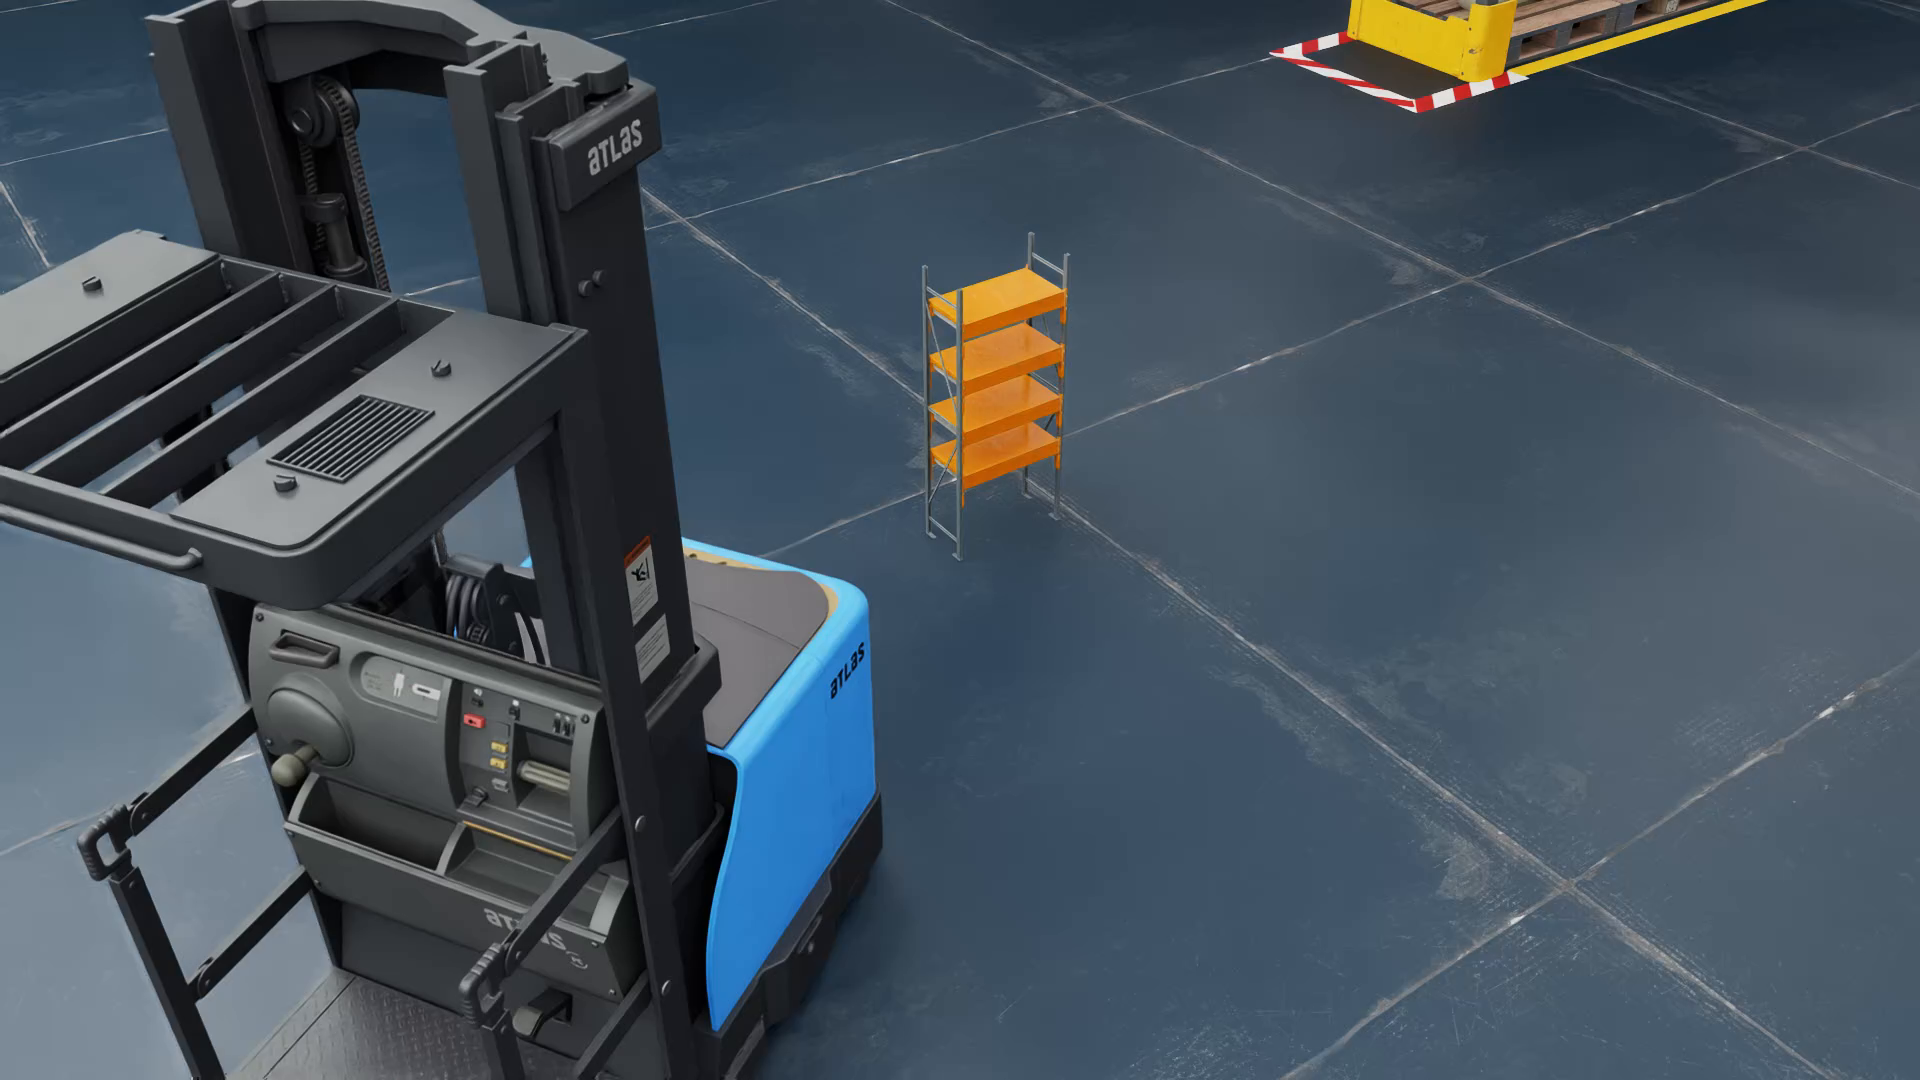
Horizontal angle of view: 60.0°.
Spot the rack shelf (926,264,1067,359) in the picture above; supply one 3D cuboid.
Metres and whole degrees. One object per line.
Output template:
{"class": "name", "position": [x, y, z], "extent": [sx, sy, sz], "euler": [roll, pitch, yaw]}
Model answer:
{"class": "rack shelf", "position": [0.135, -0.862, 6.248], "extent": [0.480, 0.148, 0.258], "euler": [-22, 41, -28]}

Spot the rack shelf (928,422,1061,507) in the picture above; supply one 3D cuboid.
{"class": "rack shelf", "position": [0.135, -0.327, 6.632], "extent": [0.480, 0.148, 0.258], "euler": [-22, 41, -28]}

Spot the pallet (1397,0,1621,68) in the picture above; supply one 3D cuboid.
{"class": "pallet", "position": [3.836, -3.685, 11.693], "extent": [1.213, 0.211, 1.003], "euler": [-22, 41, -28]}

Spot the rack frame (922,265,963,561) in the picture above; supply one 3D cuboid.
{"class": "rack frame", "position": [-0.064, -0.461, 6.363], "extent": [0.015, 1.200, 0.240], "euler": [-22, 41, -28]}

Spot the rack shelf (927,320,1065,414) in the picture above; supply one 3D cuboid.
{"class": "rack shelf", "position": [0.135, -0.670, 6.386], "extent": [0.480, 0.148, 0.258], "euler": [-22, 41, -28]}

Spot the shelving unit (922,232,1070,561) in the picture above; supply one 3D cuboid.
{"class": "shelving unit", "position": [0.135, -0.543, 6.477], "extent": [0.503, 1.200, 0.258], "euler": [-22, 41, -28]}

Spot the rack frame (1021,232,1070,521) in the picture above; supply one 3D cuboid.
{"class": "rack frame", "position": [0.335, -0.625, 6.591], "extent": [0.015, 1.200, 0.240], "euler": [-22, 41, -28]}

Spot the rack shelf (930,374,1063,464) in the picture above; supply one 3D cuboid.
{"class": "rack shelf", "position": [0.135, -0.488, 6.516], "extent": [0.480, 0.148, 0.258], "euler": [-22, 41, -28]}

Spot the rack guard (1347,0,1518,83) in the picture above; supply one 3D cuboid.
{"class": "rack guard", "position": [3.169, -3.532, 11.232], "extent": [0.348, 0.500, 1.175], "euler": [-22, 41, -28]}

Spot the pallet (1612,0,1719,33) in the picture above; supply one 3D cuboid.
{"class": "pallet", "position": [4.833, -4.093, 12.260], "extent": [1.213, 0.211, 1.003], "euler": [-22, 41, -28]}

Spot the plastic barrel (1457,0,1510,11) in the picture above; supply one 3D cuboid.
{"class": "plastic barrel", "position": [3.628, -3.917, 11.398], "extent": [0.421, 0.512, 0.421], "euler": [0, 36, 0]}

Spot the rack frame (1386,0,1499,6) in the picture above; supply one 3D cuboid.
{"class": "rack frame", "position": [3.134, -4.498, 10.436], "extent": [0.127, 3.000, 1.000], "euler": [-22, 41, -28]}

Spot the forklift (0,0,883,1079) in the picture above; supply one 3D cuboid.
{"class": "forklift", "position": [-1.291, 0.491, 3.557], "extent": [1.130, 2.935, 3.031], "euler": [14, 38, 19]}
